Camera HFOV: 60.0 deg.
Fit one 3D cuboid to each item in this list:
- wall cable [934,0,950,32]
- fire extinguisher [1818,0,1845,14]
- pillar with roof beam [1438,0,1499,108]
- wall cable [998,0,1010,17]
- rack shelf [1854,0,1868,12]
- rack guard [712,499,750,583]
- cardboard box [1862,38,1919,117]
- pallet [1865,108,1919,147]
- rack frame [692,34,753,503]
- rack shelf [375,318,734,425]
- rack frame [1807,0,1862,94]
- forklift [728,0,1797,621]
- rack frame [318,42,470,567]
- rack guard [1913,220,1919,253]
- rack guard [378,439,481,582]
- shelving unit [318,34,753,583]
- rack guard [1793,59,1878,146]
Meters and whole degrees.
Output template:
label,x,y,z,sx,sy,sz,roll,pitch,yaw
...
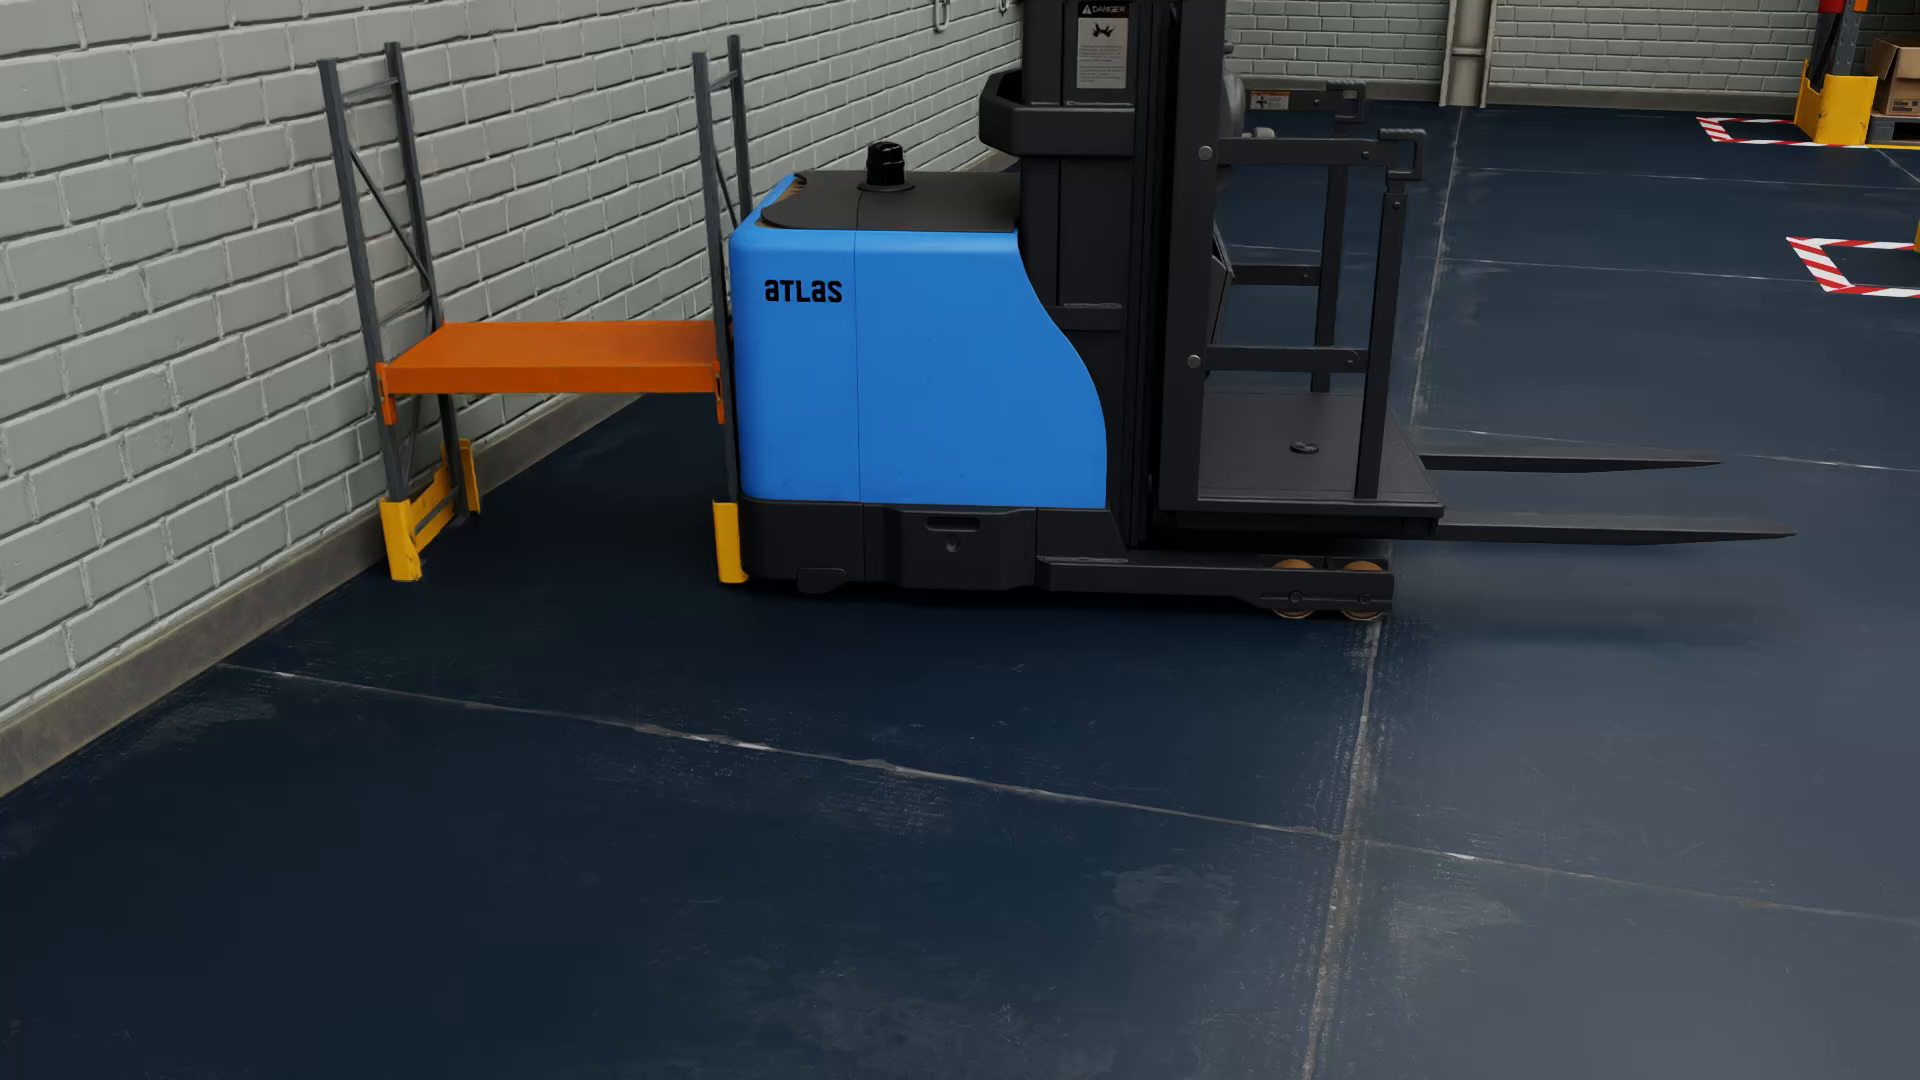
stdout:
label,x,y,z,sx,sy,sz,roll,pitch,yaw
wall cable,-0.110,-3.872,9.376,0.123,1.953,0.585,7,23,16
fire extinguisher,6.451,-4.221,12.202,0.183,0.674,0.296,7,23,16
pillar with roof beam,3.161,-6.416,9.054,0.400,9.000,9.100,7,23,16
wall cable,0.289,-4.374,10.642,0.122,1.984,0.588,7,23,16
rack shelf,8.640,-4.029,12.089,4.000,0.370,1.077,7,23,16
rack guard,-0.654,-0.099,5.112,0.087,0.250,0.587,0,22,5
cardboard box,7.284,-3.519,12.633,0.637,0.503,0.797,6,23,13
pallet,7.562,-3.196,12.783,1.213,0.211,1.003,7,23,16
rack frame,-0.651,-0.678,4.876,0.032,1.500,0.500,0,22,5
rack shelf,-1.153,-0.513,4.984,1.000,0.185,0.538,0,22,5
rack frame,6.725,-4.581,12.487,0.127,3.000,1.000,7,23,16
forklift,0.896,-1.336,4.665,3.031,2.935,1.130,2,22,4
rack frame,-1.665,-0.681,4.957,0.032,1.500,0.500,0,22,5
rack guard,5.272,-1.624,8.570,0.348,0.500,1.175,7,23,16
rack guard,-1.646,-0.102,5.191,0.087,0.250,0.587,0,22,5
shelving unit,-1.167,-0.680,4.917,1.083,1.500,0.587,0,22,5
rack guard,6.798,-3.417,12.941,0.348,0.500,1.175,7,23,16
